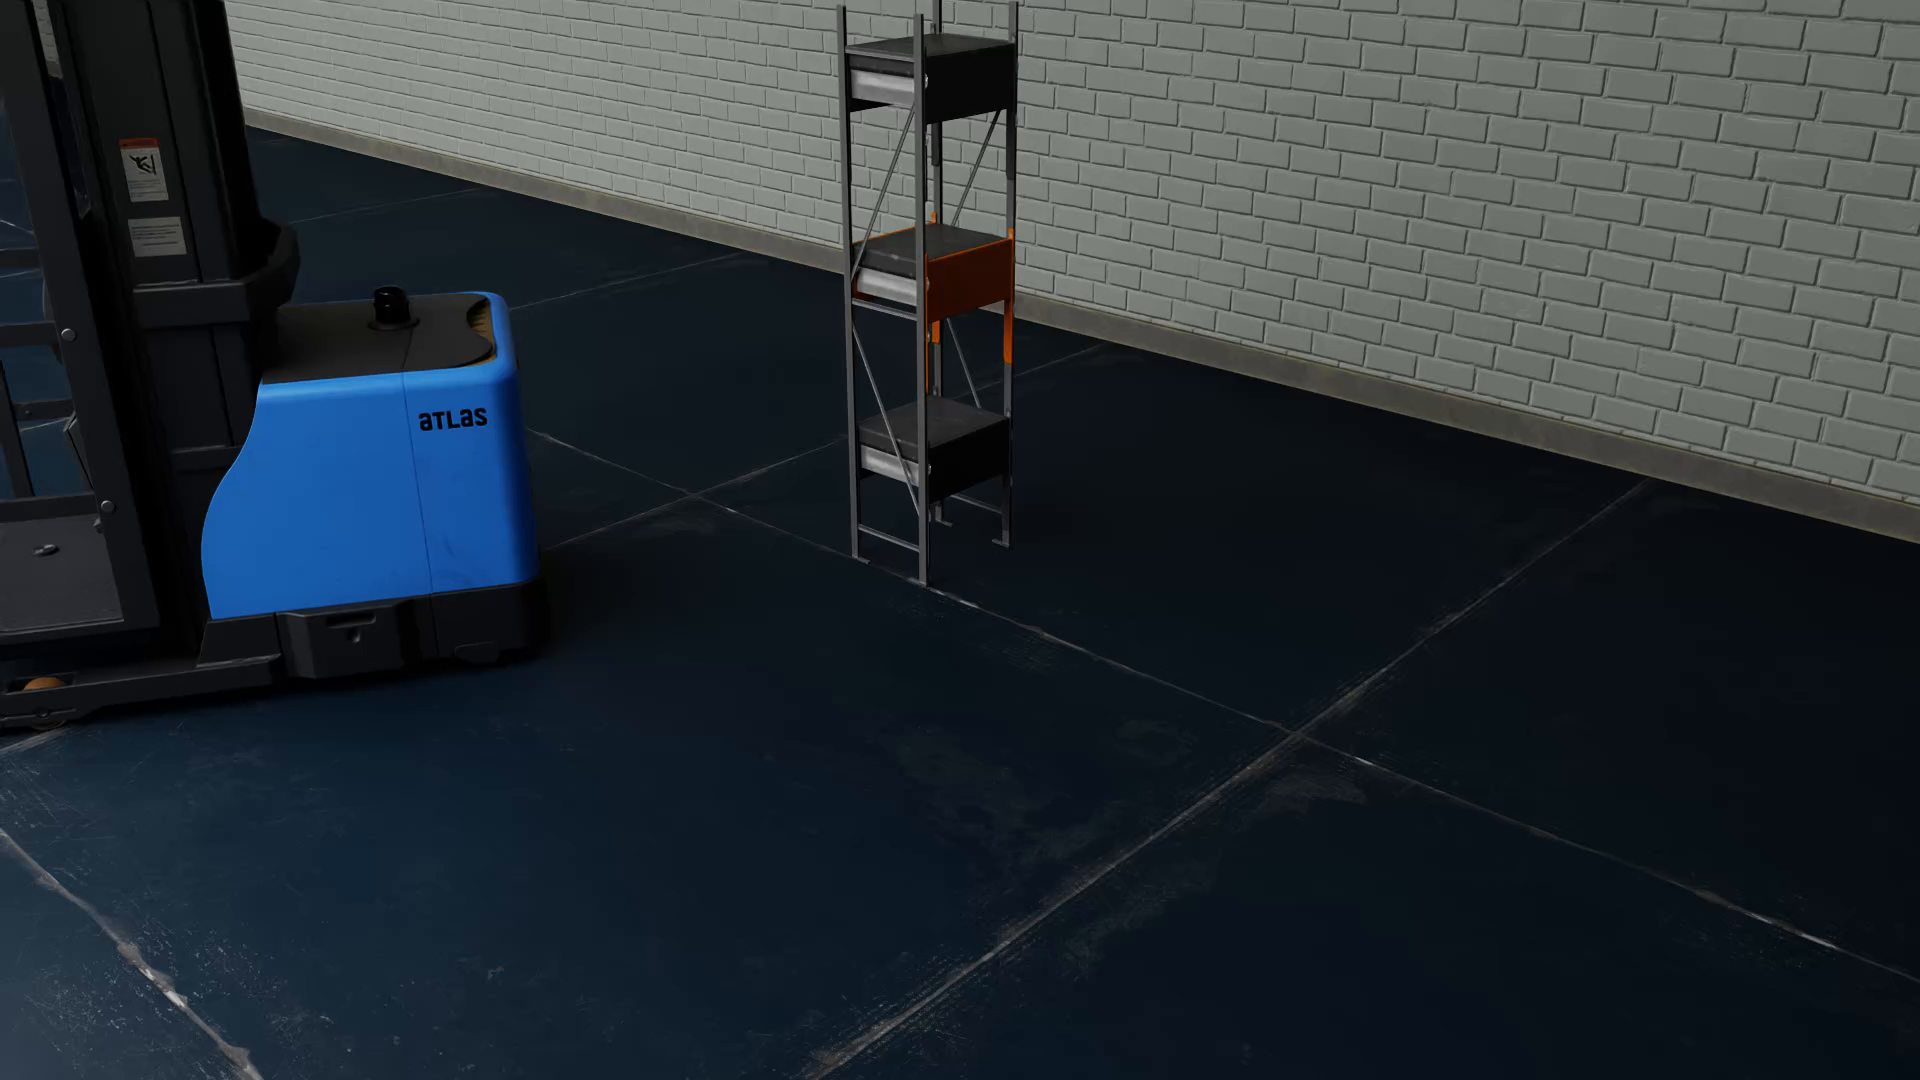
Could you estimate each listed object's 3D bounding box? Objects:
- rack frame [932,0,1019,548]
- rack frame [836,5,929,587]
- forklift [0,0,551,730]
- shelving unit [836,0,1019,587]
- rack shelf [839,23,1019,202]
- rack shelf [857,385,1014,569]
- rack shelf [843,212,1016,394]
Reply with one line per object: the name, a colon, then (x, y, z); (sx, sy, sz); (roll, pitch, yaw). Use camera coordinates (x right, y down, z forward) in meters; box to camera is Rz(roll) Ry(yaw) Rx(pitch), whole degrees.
rack frame: (0.052, -0.982, 6.374); (0.400, 2.100, 0.015); (20, 31, 38)
rack frame: (-0.273, -0.833, 6.042); (0.400, 2.100, 0.015); (20, 31, 38)
forklift: (-3.012, -0.942, 5.268); (3.031, 2.935, 1.130); (-7, 25, -15)
shelving unit: (-0.110, -0.908, 6.208); (0.431, 2.100, 0.503); (20, 31, 38)
rack shelf: (-0.110, -1.534, 5.927); (0.431, 0.518, 0.480); (20, 31, 38)
rack shelf: (-0.110, -0.256, 6.500); (0.431, 0.518, 0.480); (20, 31, 38)
rack shelf: (-0.110, -0.895, 6.214); (0.431, 0.518, 0.480); (20, 31, 38)
